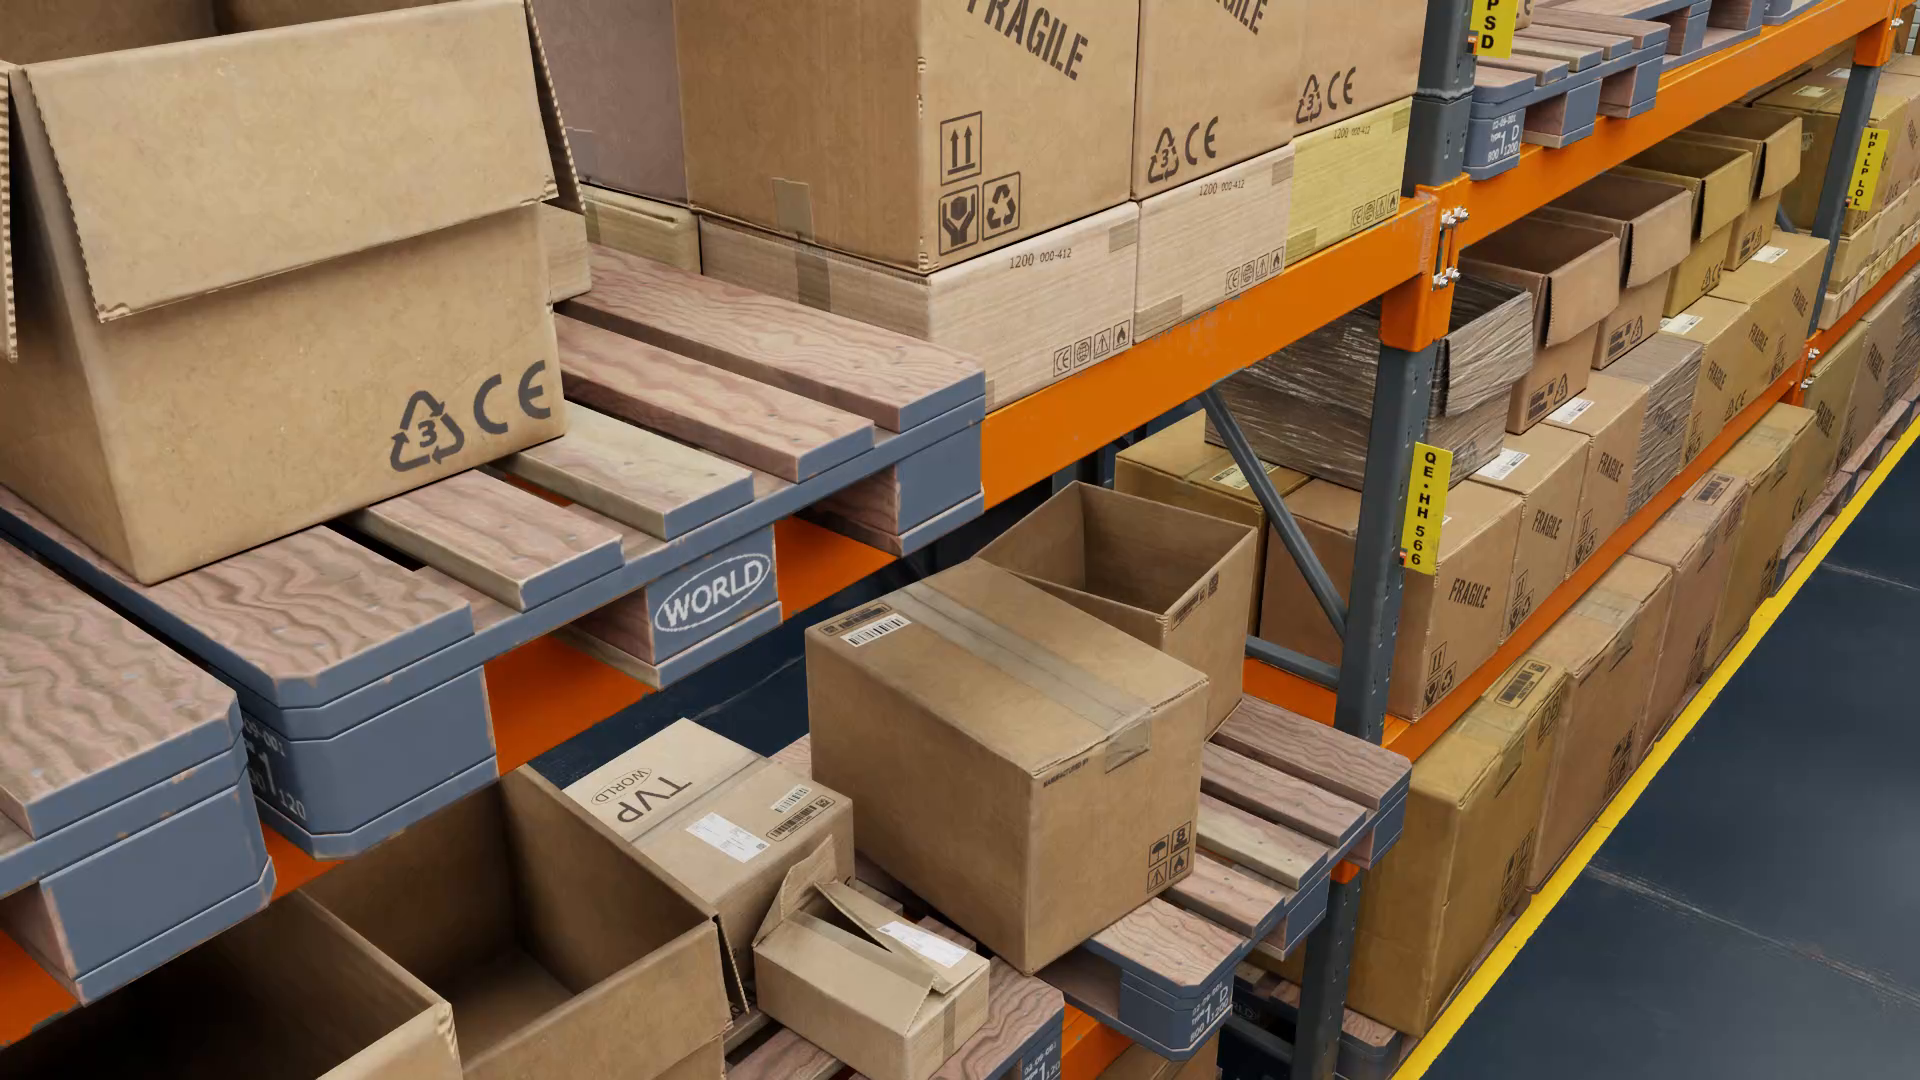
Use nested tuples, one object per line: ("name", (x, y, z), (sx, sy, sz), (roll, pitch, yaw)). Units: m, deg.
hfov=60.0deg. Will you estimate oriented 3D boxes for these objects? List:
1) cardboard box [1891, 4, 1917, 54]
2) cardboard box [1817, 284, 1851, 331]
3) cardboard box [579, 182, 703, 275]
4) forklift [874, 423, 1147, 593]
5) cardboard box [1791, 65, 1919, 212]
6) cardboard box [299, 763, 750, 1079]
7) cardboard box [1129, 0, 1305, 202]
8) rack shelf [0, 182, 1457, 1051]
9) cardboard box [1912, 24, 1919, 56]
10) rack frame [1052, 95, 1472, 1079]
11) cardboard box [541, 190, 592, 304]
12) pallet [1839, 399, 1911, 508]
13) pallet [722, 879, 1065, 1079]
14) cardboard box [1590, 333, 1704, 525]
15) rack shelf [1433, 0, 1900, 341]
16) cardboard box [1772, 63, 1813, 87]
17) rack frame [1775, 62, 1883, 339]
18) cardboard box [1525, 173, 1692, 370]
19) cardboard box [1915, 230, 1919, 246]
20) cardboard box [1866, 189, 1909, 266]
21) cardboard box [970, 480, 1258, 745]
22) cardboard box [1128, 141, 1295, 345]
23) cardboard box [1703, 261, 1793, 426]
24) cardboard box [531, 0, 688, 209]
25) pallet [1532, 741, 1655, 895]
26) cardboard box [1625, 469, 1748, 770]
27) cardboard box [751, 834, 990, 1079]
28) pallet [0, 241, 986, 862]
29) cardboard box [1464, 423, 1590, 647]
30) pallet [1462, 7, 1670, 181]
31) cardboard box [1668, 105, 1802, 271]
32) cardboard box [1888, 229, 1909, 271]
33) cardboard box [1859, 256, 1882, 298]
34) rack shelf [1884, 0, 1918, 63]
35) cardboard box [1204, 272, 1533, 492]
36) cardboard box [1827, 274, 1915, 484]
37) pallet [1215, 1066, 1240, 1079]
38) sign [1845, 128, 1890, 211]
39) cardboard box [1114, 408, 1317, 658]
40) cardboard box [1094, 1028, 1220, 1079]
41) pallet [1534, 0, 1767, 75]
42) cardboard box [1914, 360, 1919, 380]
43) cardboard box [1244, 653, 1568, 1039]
("cardboard box", (4.934, -2.715, 9.257), (0.500, 0.500, 0.500), (20, 33, 33))
("cardboard box", (3.666, -1.063, 7.313), (0.380, 0.149, 0.250), (21, 34, 35))
("cardboard box", (-0.465, -0.555, 2.957), (0.500, 0.250, 0.500), (22, 34, 35))
("forklift", (0.231, -1.036, 7.062), (1.130, 2.935, 3.031), (-10, 29, -19))
("cardboard box", (4.043, -1.833, 7.551), (0.500, 0.500, 0.500), (21, 34, 34))
("cardboard box", (-0.836, 0.796, 2.878), (0.637, 0.503, 0.797), (-24, 36, -39))
("cardboard box", (0.249, -0.920, 2.846), (0.500, 0.500, 0.500), (21, 34, 34))
("rack shelf", (-0.595, -0.052, 2.605), (1.077, 0.370, 4.000), (21, 34, 34))
("cardboard box", (5.659, -2.734, 9.294), (0.500, 0.500, 0.500), (21, 34, 35))
("rack frame", (0.677, 0.251, 4.499), (1.000, 3.000, 0.127), (21, 34, 34))
("cardboard box", (-0.752, -0.439, 2.367), (0.380, 0.166, 0.250), (20, 33, 33))
("pallet", (4.541, -0.609, 9.198), (1.003, 0.211, 1.213), (21, 34, 34))
("pallet", (-0.550, 1.051, 3.164), (1.003, 0.211, 1.213), (21, 34, 34))
("cardboard box", (2.165, -0.429, 5.705), (0.500, 0.500, 0.500), (21, 34, 35))
("rack shelf", (1.949, -1.470, 5.346), (1.077, 0.370, 4.000), (21, 34, 34))
("cardboard box", (3.629, -1.983, 7.842), (0.500, 0.500, 0.500), (21, 34, 35))
("rack frame", (3.222, -1.167, 7.241), (1.000, 3.000, 0.127), (21, 34, 34))
("cardboard box", (1.993, -0.963, 5.646), (0.797, 0.503, 0.637), (22, 35, 36))
("cardboard box", (4.657, -1.616, 8.383), (0.380, 0.149, 0.250), (20, 33, 33))
("cardboard box", (4.043, -1.497, 7.719), (0.500, 0.250, 0.500), (21, 34, 34))
("cardboard box", (0.365, 0.224, 3.987), (0.500, 0.500, 0.500), (16, 31, 28))
("cardboard box", (0.259, -0.594, 3.032), (0.500, 0.250, 0.500), (21, 34, 34))
("cardboard box", (2.815, -0.792, 6.408), (0.500, 0.500, 0.500), (22, 35, 36))
("cardboard box", (-0.460, -0.897, 2.801), (0.500, 0.500, 0.500), (20, 33, 33))
("pallet", (2.013, 0.802, 6.470), (1.003, 0.211, 1.213), (21, 34, 34))
("cardboard box", (2.262, 0.140, 6.570), (1.225, 0.875, 0.875), (19, 33, 33))
("cardboard box", (-0.175, 0.795, 3.138), (0.396, 0.266, 0.258), (20, 33, 33))
("pallet", (-0.735, -0.136, 2.187), (1.213, 0.211, 1.003), (21, 34, 34))
("cardboard box", (1.523, -0.069, 5.010), (0.500, 0.500, 0.500), (20, 33, 33))
("pallet", (1.046, -1.241, 4.325), (1.213, 0.211, 1.003), (23, 35, 37))
("cardboard box", (2.822, -1.428, 6.545), (0.797, 0.503, 0.637), (20, 33, 33))
("cardboard box", (4.329, -1.434, 8.031), (0.380, 0.149, 0.250), (20, 34, 34))
("cardboard box", (4.000, -1.250, 7.674), (0.380, 0.149, 0.250), (22, 35, 36))
("rack shelf", (4.494, -2.889, 8.088), (1.077, 0.370, 4.000), (21, 34, 34))
("cardboard box", (1.155, -0.493, 4.738), (0.797, 0.503, 0.637), (22, 35, 36))
("cardboard box", (4.276, -0.939, 8.656), (0.875, 0.875, 0.875), (21, 34, 34))
("pallet", (0.179, 1.767, 4.605), (1.003, 0.211, 1.213), (21, 34, 34))
("sign", (3.646, -1.491, 6.693), (0.100, 0.325, 0.005), (21, 34, 34))
("cardboard box", (0.800, -0.040, 4.955), (0.500, 0.500, 0.500), (22, 35, 36))
("cardboard box", (0.267, 1.410, 4.502), (0.700, 0.500, 0.500), (19, 33, 32))
("pallet", (1.755, -1.638, 5.093), (1.003, 0.211, 1.213), (23, 35, 37))
("cardboard box", (5.420, -1.577, 9.890), (0.875, 0.875, 0.875), (21, 34, 34))
("cardboard box", (1.132, 0.770, 5.352), (1.225, 0.875, 0.875), (19, 33, 32))
